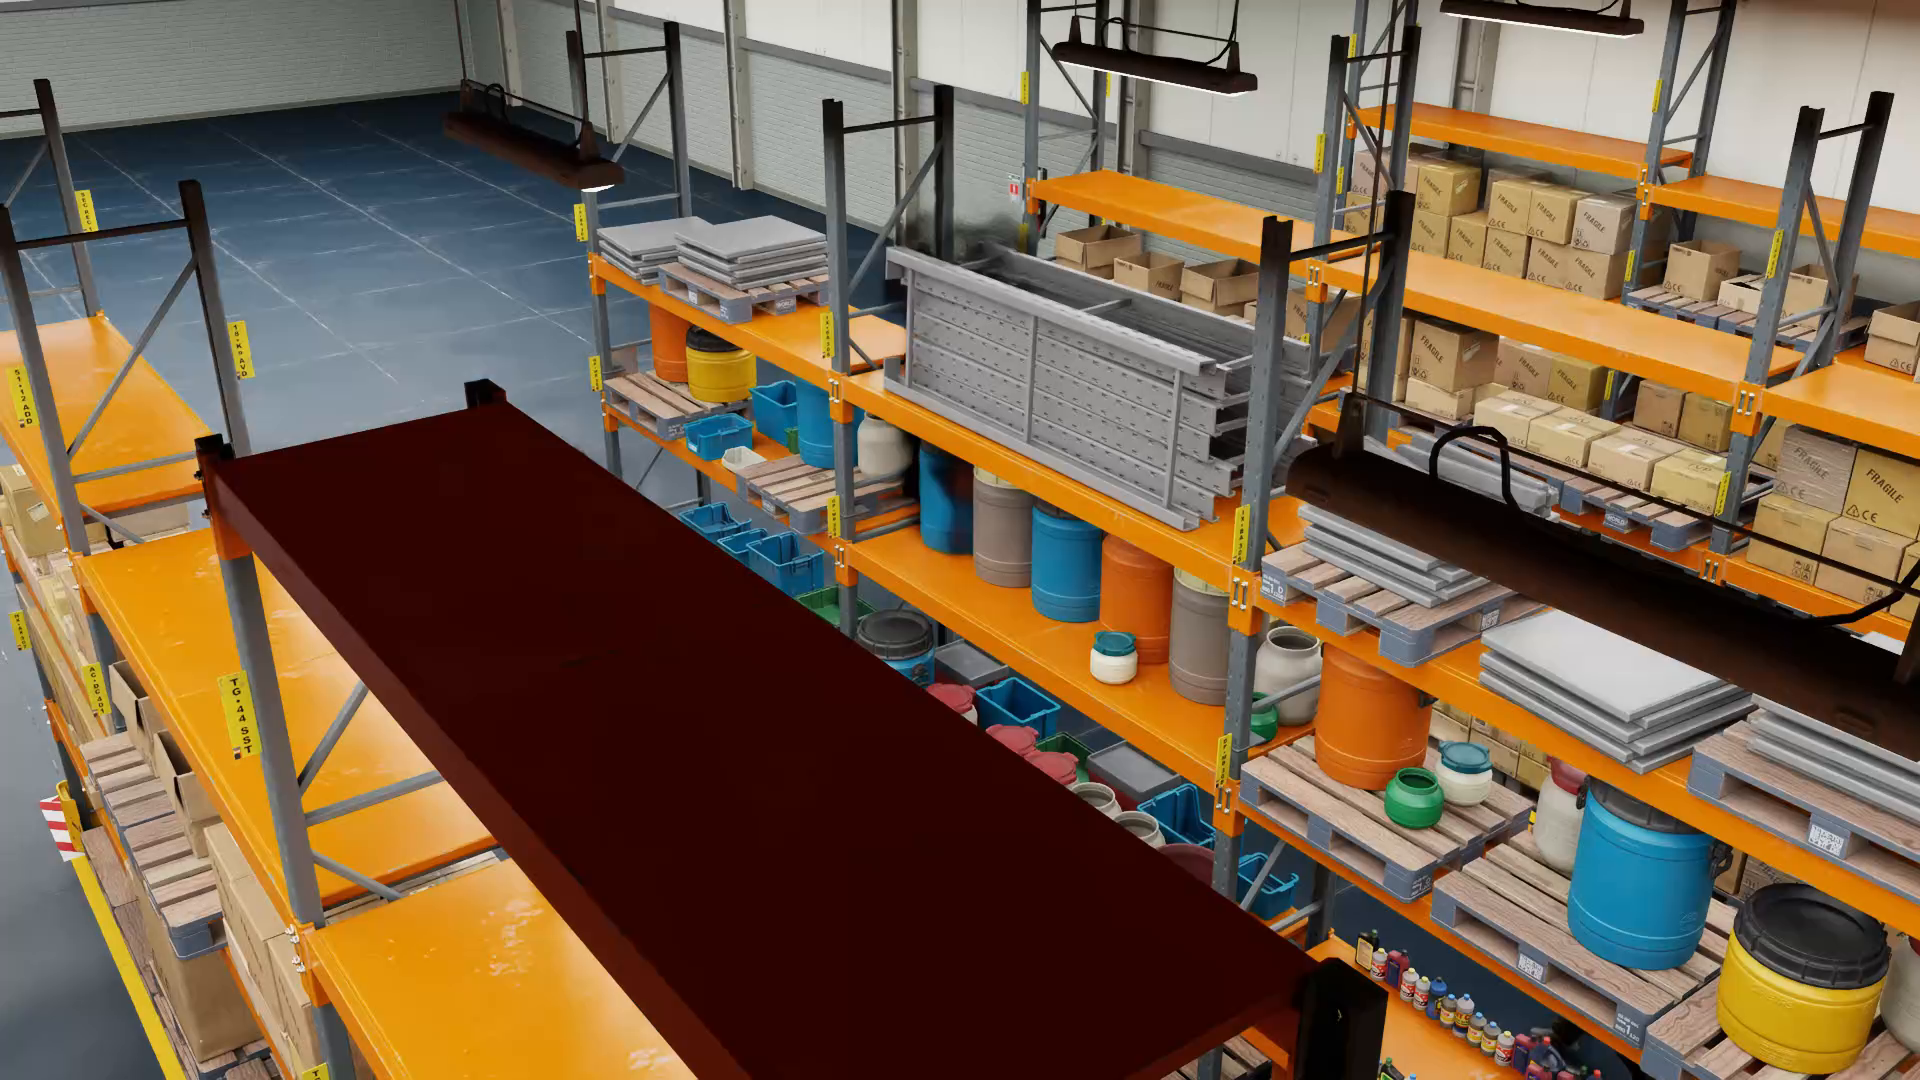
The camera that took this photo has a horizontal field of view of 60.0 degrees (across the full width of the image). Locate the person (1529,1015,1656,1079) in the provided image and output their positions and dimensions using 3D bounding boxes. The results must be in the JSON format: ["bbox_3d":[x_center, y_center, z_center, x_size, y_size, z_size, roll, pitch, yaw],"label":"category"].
[{"bbox_3d":[4.252,2.882,10.836,0.703,1.607,1.041,-20,32,-37],"label":"person"}]
